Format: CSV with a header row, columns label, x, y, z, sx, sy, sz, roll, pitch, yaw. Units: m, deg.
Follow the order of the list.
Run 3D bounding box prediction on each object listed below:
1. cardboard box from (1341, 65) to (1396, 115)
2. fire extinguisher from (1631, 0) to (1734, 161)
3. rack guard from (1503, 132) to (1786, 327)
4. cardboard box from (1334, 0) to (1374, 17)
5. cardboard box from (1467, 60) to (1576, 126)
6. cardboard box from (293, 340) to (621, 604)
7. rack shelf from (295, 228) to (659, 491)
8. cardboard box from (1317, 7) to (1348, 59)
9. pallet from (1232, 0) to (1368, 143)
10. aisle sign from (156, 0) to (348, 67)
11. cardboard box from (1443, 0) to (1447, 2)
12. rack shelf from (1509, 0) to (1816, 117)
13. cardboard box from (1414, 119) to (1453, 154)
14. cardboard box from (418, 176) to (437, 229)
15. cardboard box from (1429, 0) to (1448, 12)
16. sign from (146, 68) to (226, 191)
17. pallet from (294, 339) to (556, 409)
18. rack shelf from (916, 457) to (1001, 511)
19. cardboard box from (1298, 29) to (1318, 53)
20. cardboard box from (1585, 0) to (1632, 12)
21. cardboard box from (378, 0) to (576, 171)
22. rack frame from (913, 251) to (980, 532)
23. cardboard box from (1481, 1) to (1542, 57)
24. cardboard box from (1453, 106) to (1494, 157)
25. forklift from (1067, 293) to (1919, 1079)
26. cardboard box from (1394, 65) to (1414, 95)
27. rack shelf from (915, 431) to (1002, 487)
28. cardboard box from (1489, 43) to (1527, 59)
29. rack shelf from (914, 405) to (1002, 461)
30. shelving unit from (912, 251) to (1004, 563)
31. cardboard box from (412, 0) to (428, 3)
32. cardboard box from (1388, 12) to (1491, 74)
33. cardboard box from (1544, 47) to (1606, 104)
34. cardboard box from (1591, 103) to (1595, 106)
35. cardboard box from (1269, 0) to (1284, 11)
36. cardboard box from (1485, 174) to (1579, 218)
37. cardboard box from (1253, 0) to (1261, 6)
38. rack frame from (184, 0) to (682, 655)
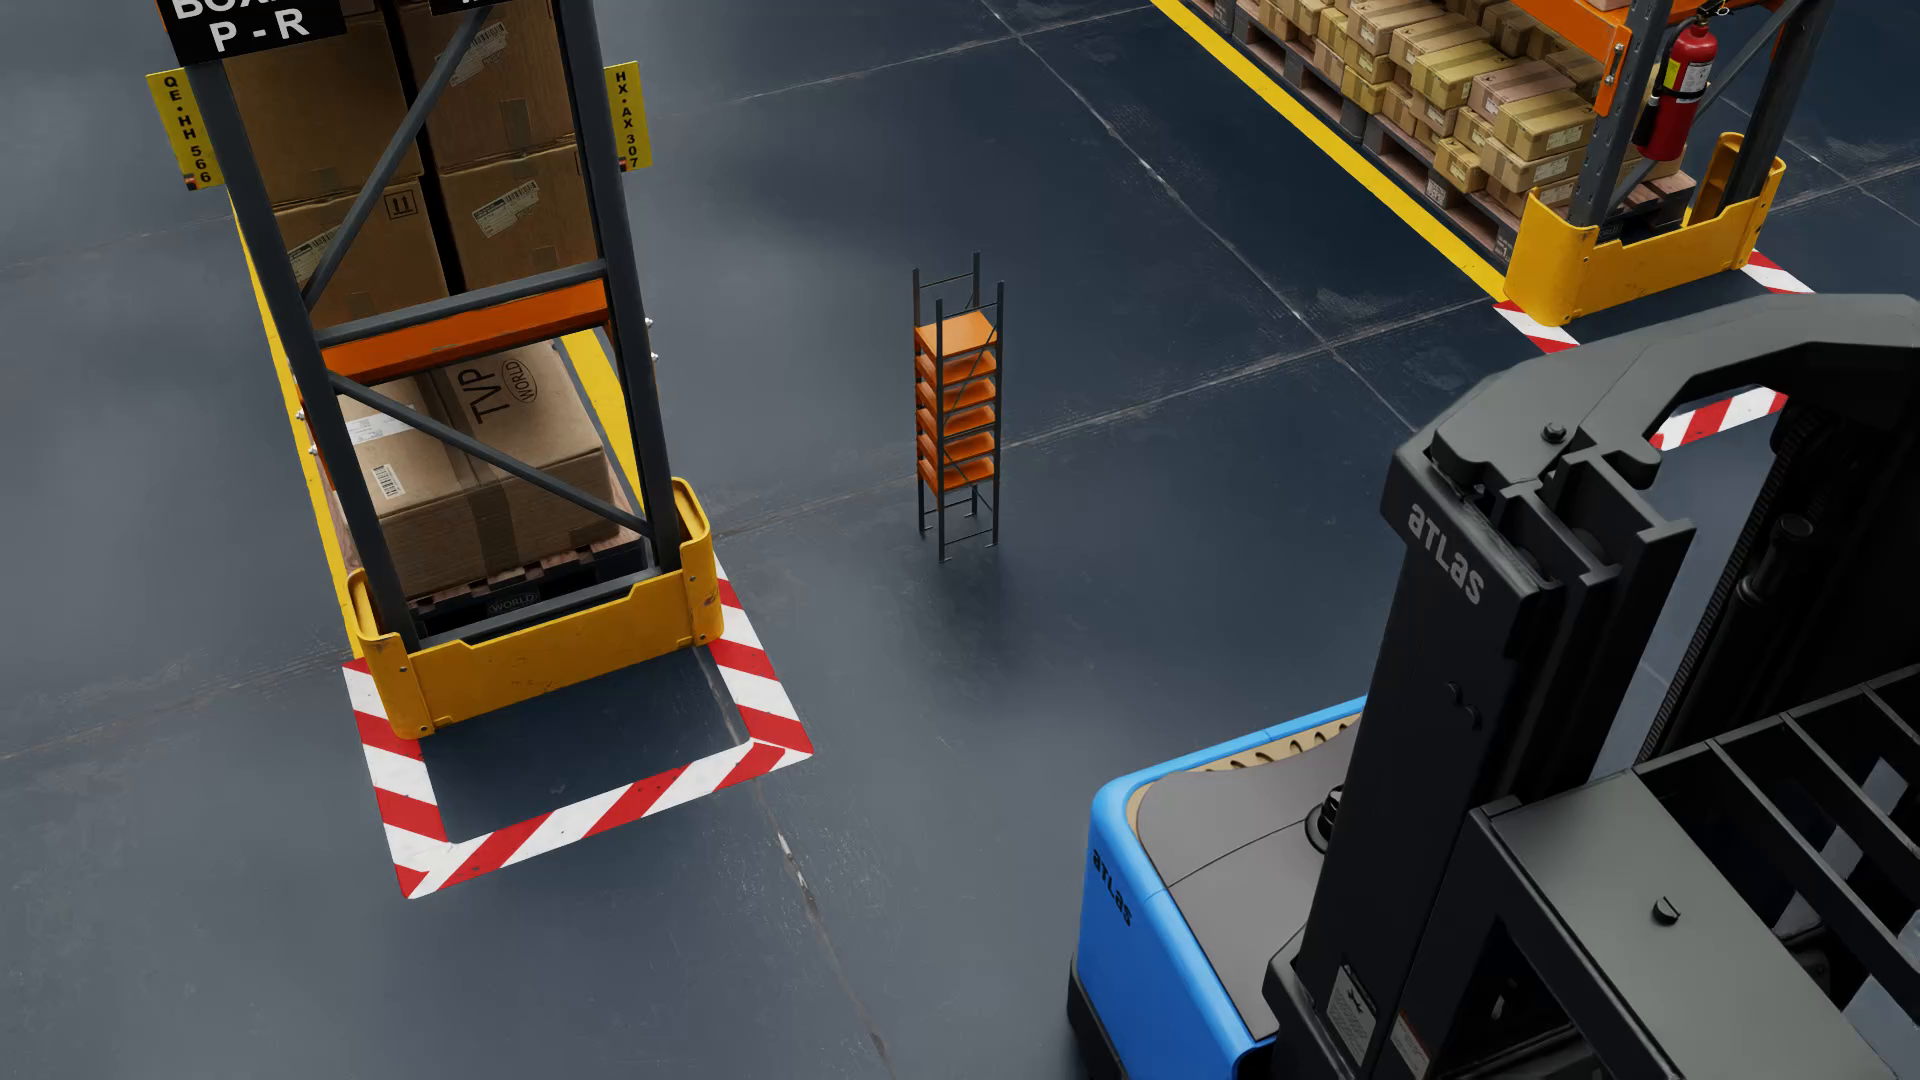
label,x,y,z,sx,sy,sz,roll,pitch,yaw
cardboard box,2.094,-2.239,8.114,0.380,0.149,0.250,-20,48,-19
fire extinguisher,2.705,-1.748,6.206,0.296,0.674,0.183,-18,47,-17
rack guard,2.986,-1.364,7.276,1.175,0.500,0.348,-18,47,-17
cardboard box,2.062,-2.658,8.115,0.380,0.149,0.250,-20,48,-19
cardboard box,2.512,-1.991,7.440,0.380,0.149,0.250,-17,47,-17
cardboard box,-1.799,-0.307,5.951,0.875,0.438,0.875,-20,48,-19
rack shelf,-2.272,-1.697,6.347,1.077,0.370,4.000,-18,47,-17
cardboard box,1.996,-2.523,8.191,0.380,0.149,0.250,-16,47,-15
pallet,2.167,-2.565,8.700,1.003,0.211,1.213,-18,47,-17
aisle sign,-1.682,-1.467,3.750,0.394,0.787,0.004,-18,47,-17
cardboard box,2.534,-2.819,8.278,0.380,0.149,0.250,-17,47,-17
rack shelf,2.177,-3.224,7.894,1.077,0.370,4.000,-18,47,-17
cardboard box,2.374,-1.941,7.813,0.380,0.149,0.250,-18,47,-18
cardboard box,-1.610,-1.419,5.482,0.500,0.500,0.500,-19,48,-18
cardboard box,2.424,-2.674,8.343,0.380,0.149,0.250,-16,47,-15
sign,-1.929,-1.024,4.159,0.100,0.325,0.005,-18,47,-17
pallet,-2.347,-0.949,7.062,1.003,0.211,1.213,-18,47,-17
rack shelf,-0.006,-0.234,6.038,0.258,0.103,0.180,-18,47,-17
cardboard box,1.959,-2.602,8.482,0.380,0.149,0.250,-17,47,-16
cardboard box,2.624,-2.240,6.563,0.380,0.149,0.250,-18,47,-17
cardboard box,-1.374,-1.460,4.811,0.500,0.500,0.500,-19,48,-18
rack frame,-0.045,-0.495,5.897,0.240,1.200,0.006,-18,47,-17
cardboard box,2.711,-2.458,7.913,0.380,0.149,0.250,-20,48,-19
cardboard box,2.476,-1.880,7.539,0.380,0.149,0.250,-19,48,-18
forklift,1.327,1.166,2.982,1.130,2.935,3.031,-16,47,-15
cardboard box,2.297,-2.230,7.893,0.380,0.149,0.250,-19,48,-18
rack shelf,-0.006,-0.319,5.953,0.258,0.103,0.180,-18,47,-17
cardboard box,2.774,-2.372,8.037,0.380,0.149,0.250,-17,47,-16
rack shelf,-0.006,-0.405,5.869,0.258,0.103,0.180,-18,47,-17
shelving unit,-0.006,-0.436,5.838,0.258,1.200,0.189,-18,47,-17
cardboard box,-1.329,-1.609,4.500,0.380,0.149,0.250,-17,47,-17
cardboard box,2.236,-2.302,7.755,0.380,0.149,0.250,-20,48,-19
cardboard box,2.880,-2.126,7.576,0.380,0.149,0.250,-17,47,-17
cardboard box,2.966,-2.047,7.707,0.380,0.149,0.250,-18,47,-18
cardboard box,1.775,-2.855,8.527,0.380,0.149,0.250,-18,48,-18
cardboard box,2.607,-1.614,7.481,0.380,0.149,0.250,-17,47,-17
cardboard box,1.758,-2.941,8.826,0.380,0.149,0.250,-20,48,-19
rack frame,-1.431,-0.679,4.802,1.000,3.000,0.127,-18,47,-17
